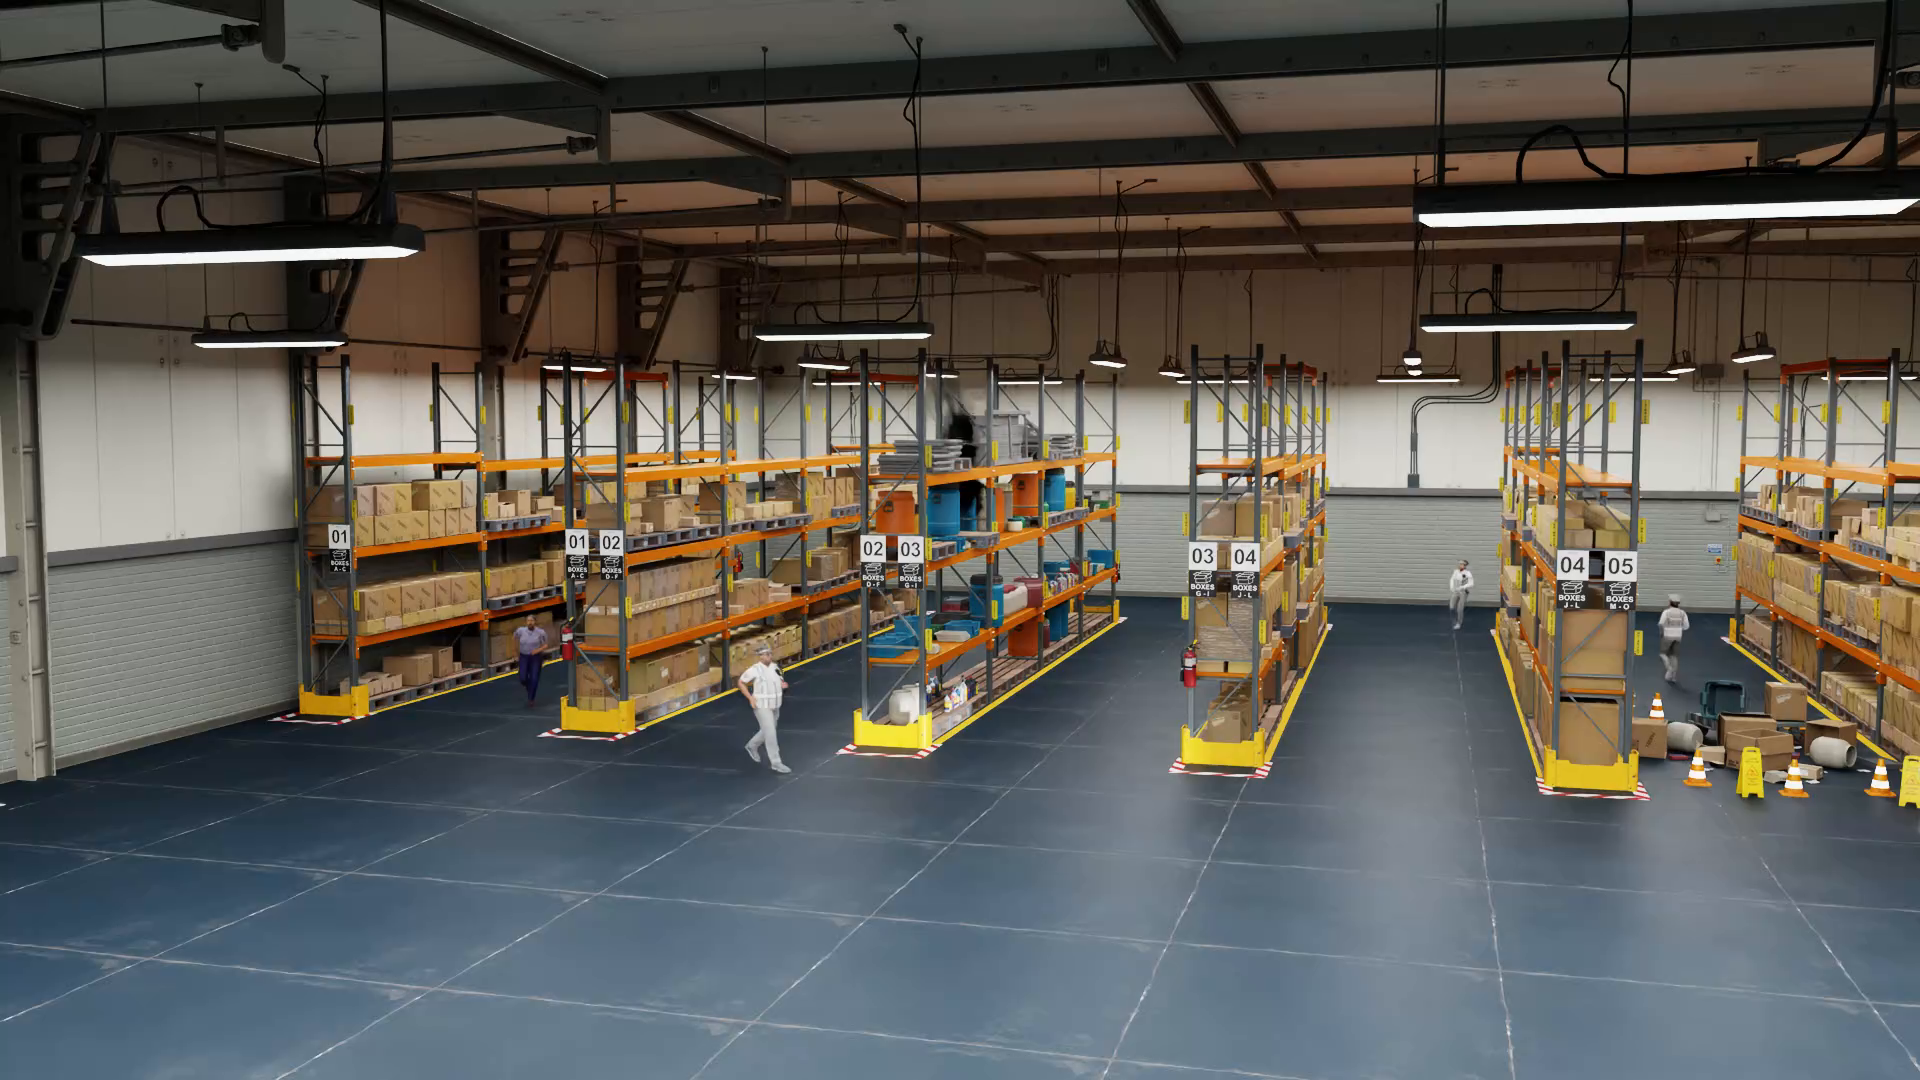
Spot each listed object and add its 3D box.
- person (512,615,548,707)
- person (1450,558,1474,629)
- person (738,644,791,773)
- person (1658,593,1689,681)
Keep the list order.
[{"bbox_3d":[-7.403,2.078,28.593,0.646,1.600,0.622,0,4,-5],"label":"person"},{"bbox_3d":[11.735,1.260,39.004,0.627,1.679,0.541,3,5,38],"label":"person"},{"bbox_3d":[-2.730,2.336,23.454,0.989,1.768,0.664,3,5,36],"label":"person"},{"bbox_3d":[13.375,1.823,31.310,0.605,1.652,0.550,0,4,3],"label":"person"}]
